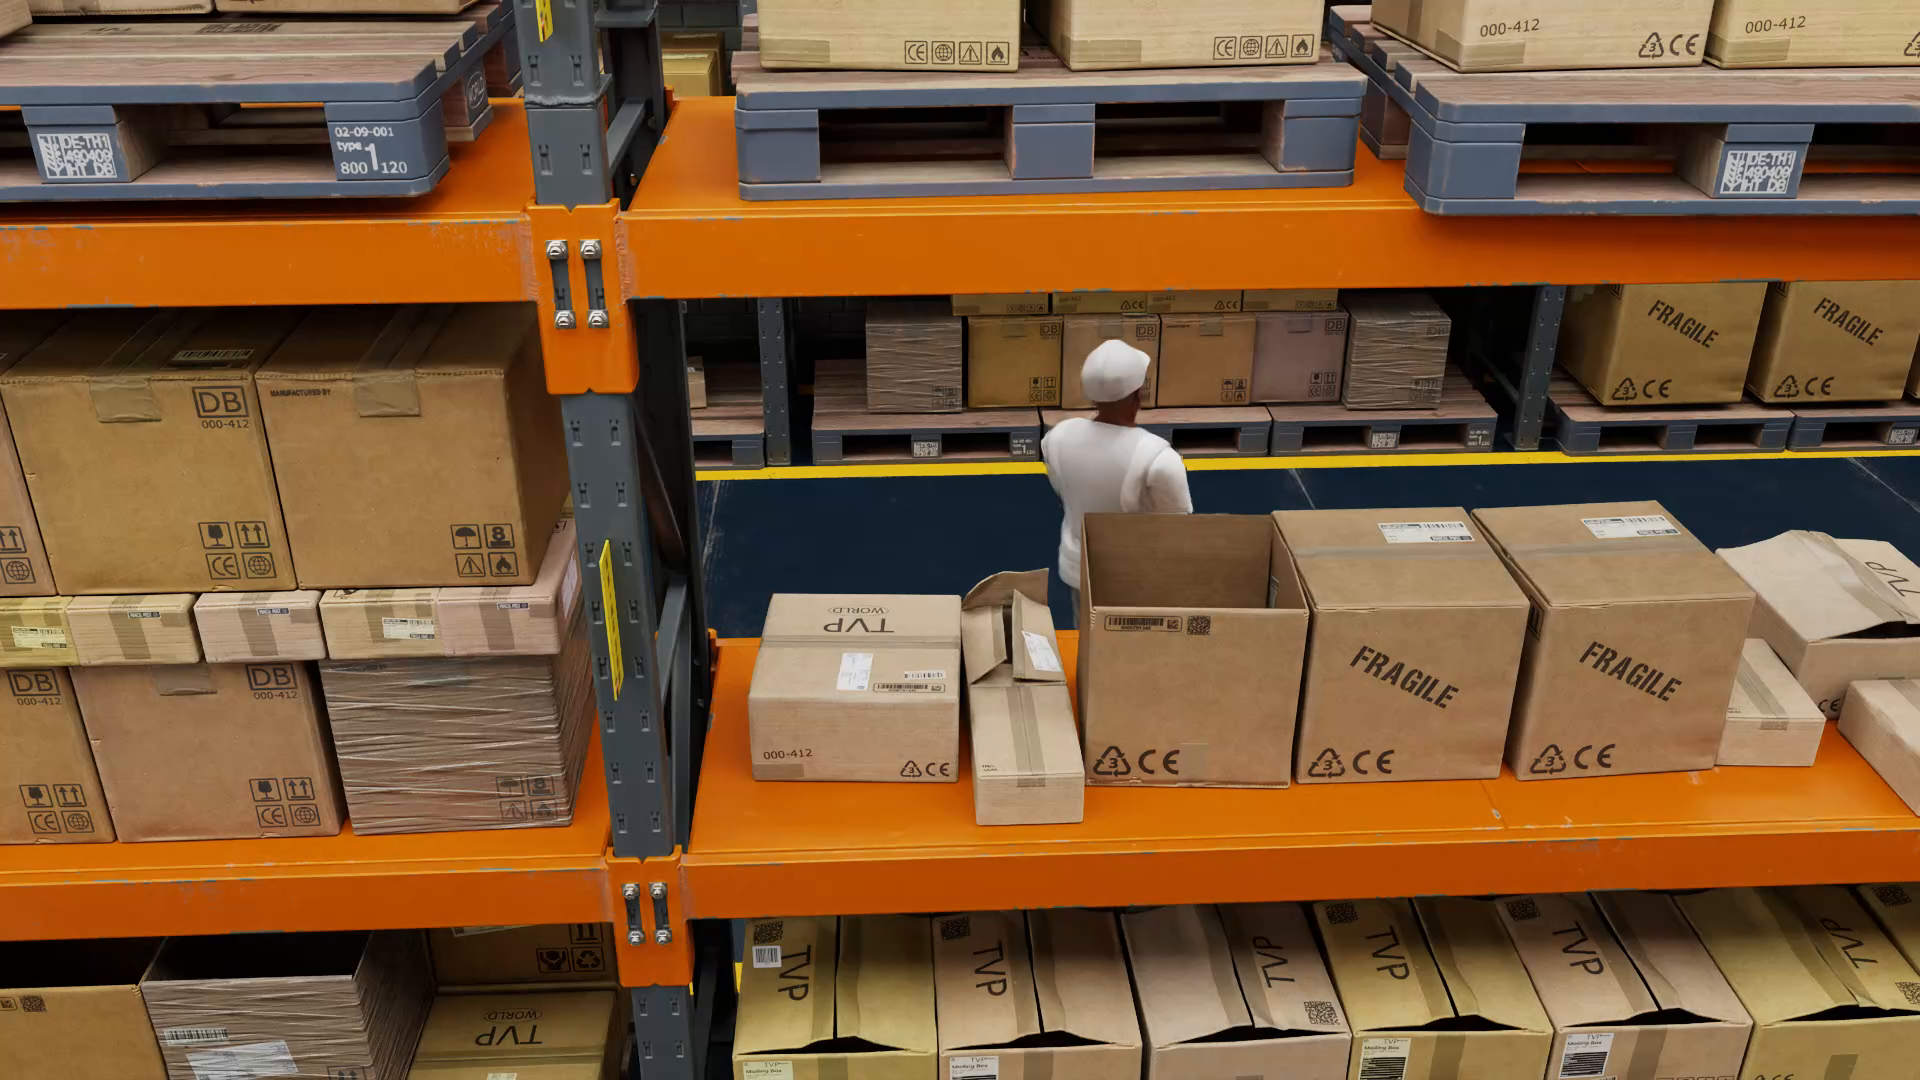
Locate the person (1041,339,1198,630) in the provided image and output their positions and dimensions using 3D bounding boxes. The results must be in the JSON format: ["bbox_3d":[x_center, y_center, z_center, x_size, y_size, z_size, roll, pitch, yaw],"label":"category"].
[{"bbox_3d":[0.603,0.117,5.835,0.606,1.776,0.487,15,31,27],"label":"person"}]
